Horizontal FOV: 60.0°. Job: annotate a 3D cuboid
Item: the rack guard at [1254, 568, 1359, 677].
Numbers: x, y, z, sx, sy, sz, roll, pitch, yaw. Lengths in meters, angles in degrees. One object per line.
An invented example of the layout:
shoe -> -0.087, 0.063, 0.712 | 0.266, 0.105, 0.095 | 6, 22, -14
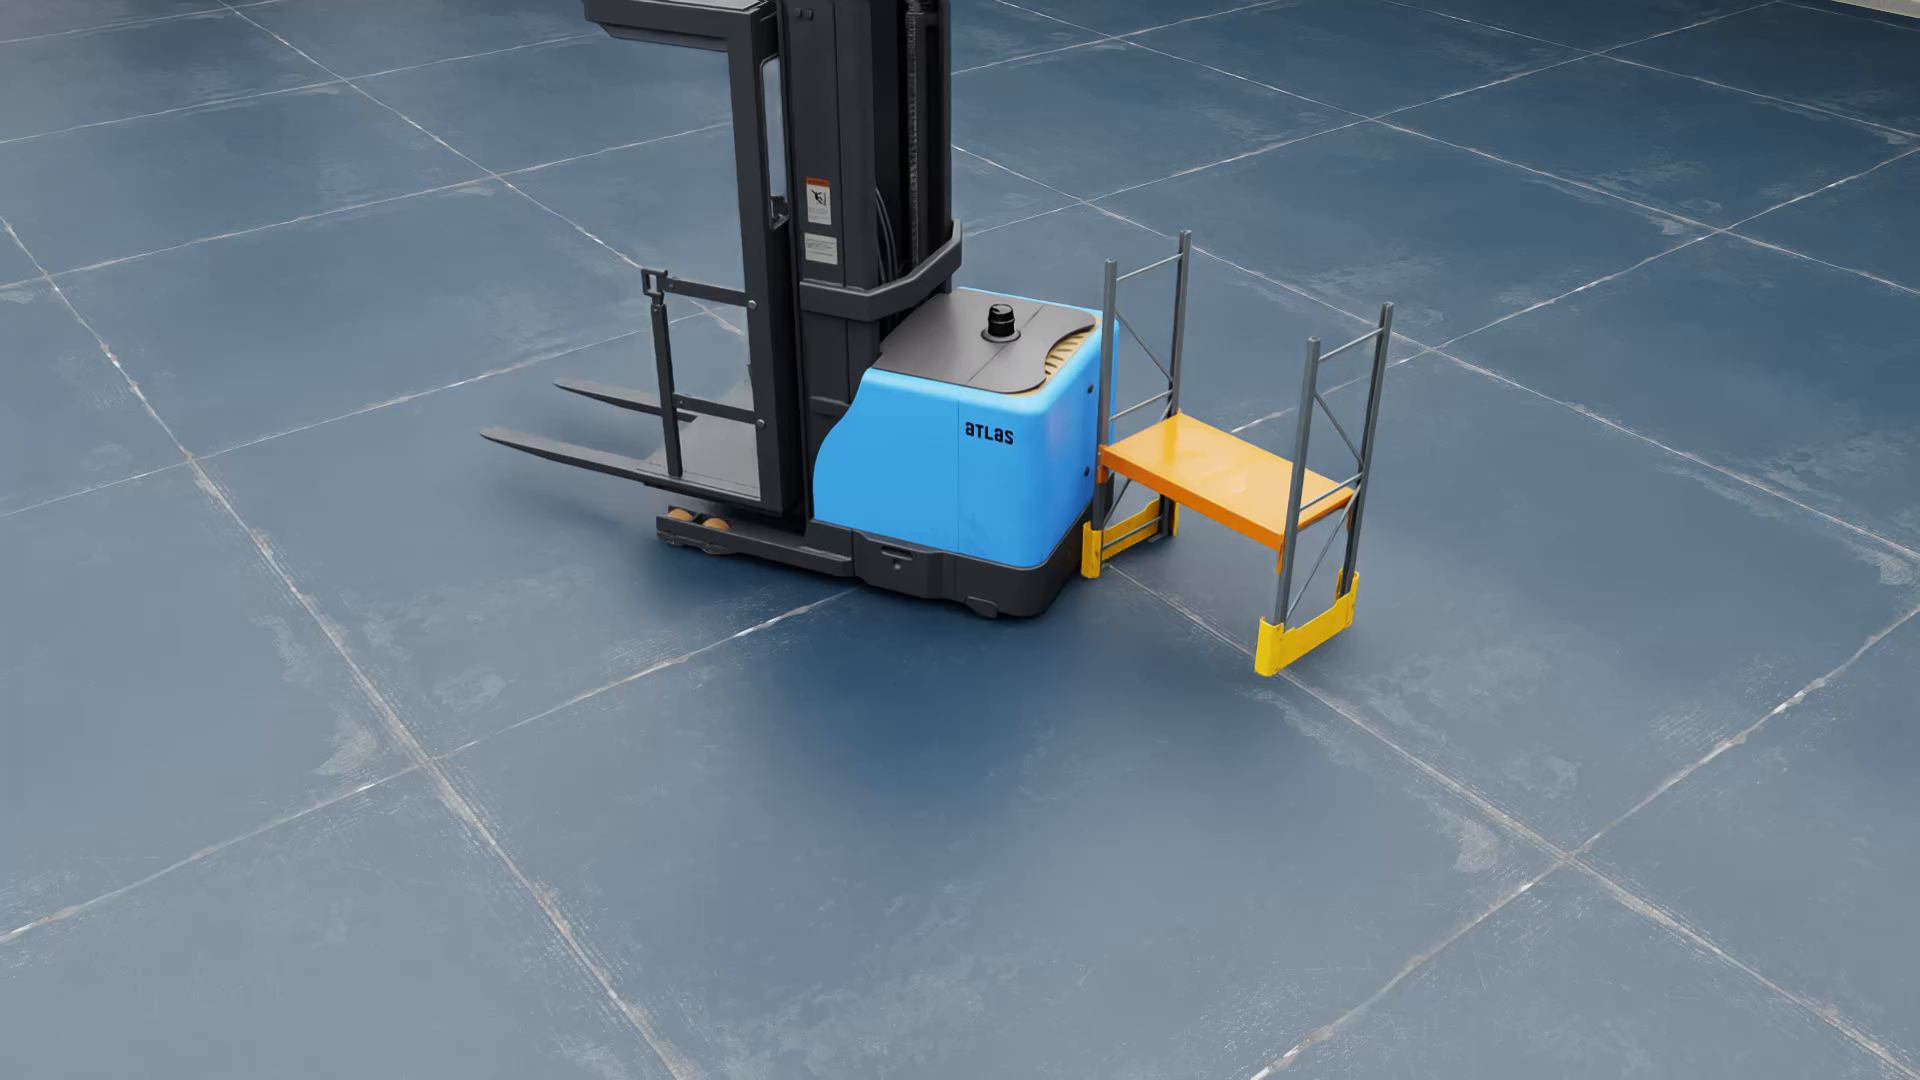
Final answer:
rack guard -> 1.455, 0.341, 6.964 | 0.587, 0.250, 0.087 | -26, 40, -35

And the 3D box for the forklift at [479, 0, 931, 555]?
forklift -> -0.845, -1.418, 7.255 | 3.031, 2.935, 1.121 | 13, 34, 20

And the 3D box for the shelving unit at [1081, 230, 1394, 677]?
shelving unit -> 1.118, -0.384, 6.946 | 0.587, 1.500, 1.083 | -26, 40, -35

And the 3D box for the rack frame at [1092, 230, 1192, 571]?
rack frame -> 0.781, -0.578, 7.259 | 0.500, 1.500, 0.032 | -26, 40, -35

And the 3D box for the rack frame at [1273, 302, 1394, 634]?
rack frame -> 1.468, -0.182, 6.622 | 0.500, 1.500, 0.032 | -26, 40, -35

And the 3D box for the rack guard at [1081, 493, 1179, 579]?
rack guard -> 0.782, -0.046, 7.587 | 0.587, 0.250, 0.087 | -26, 40, -35

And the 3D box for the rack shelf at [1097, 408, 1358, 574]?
rack shelf -> 1.124, -0.227, 7.035 | 0.538, 0.185, 1.000 | -26, 40, -35
